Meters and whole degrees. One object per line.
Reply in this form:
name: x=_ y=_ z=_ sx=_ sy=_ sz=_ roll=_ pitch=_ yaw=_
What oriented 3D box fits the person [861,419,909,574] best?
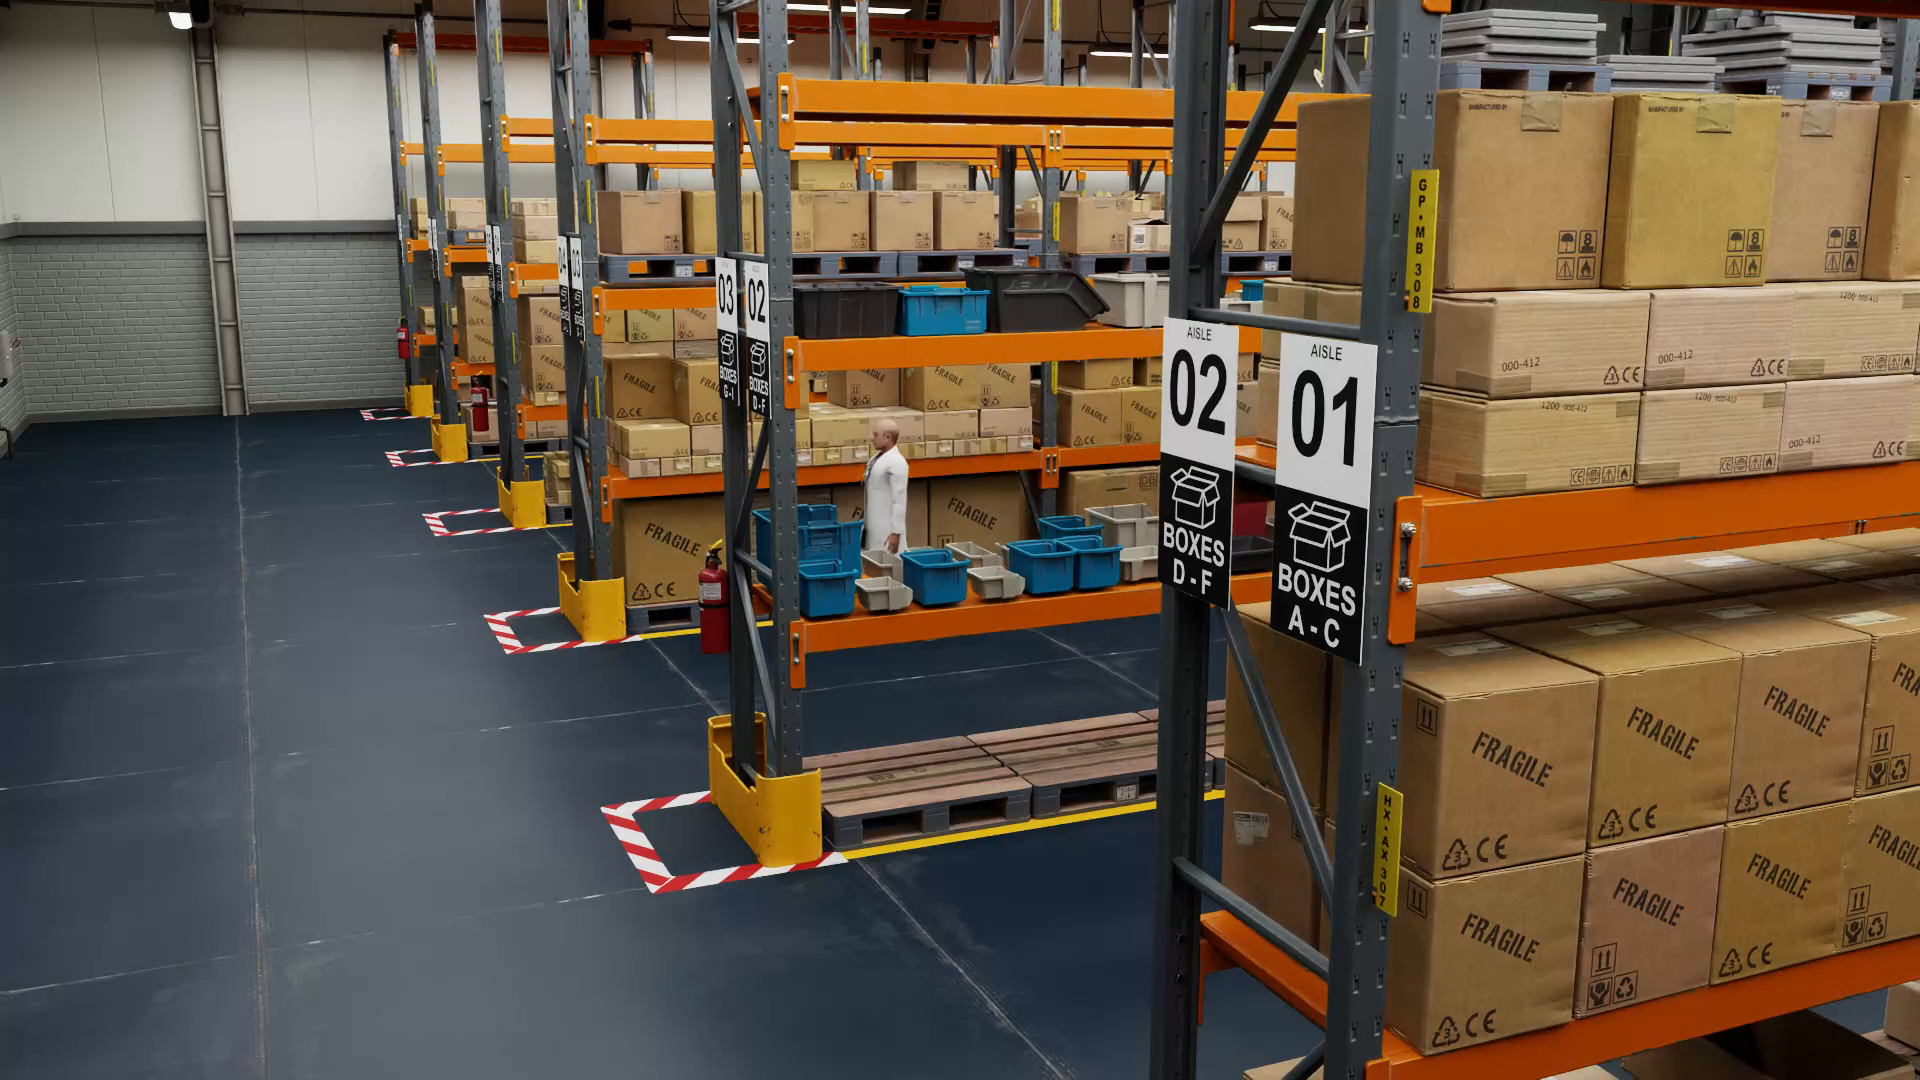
person: x=-0.644 y=-0.075 z=13.369 sx=0.652 sy=1.802 sz=0.611 roll=-4 pitch=12 yaw=-16
